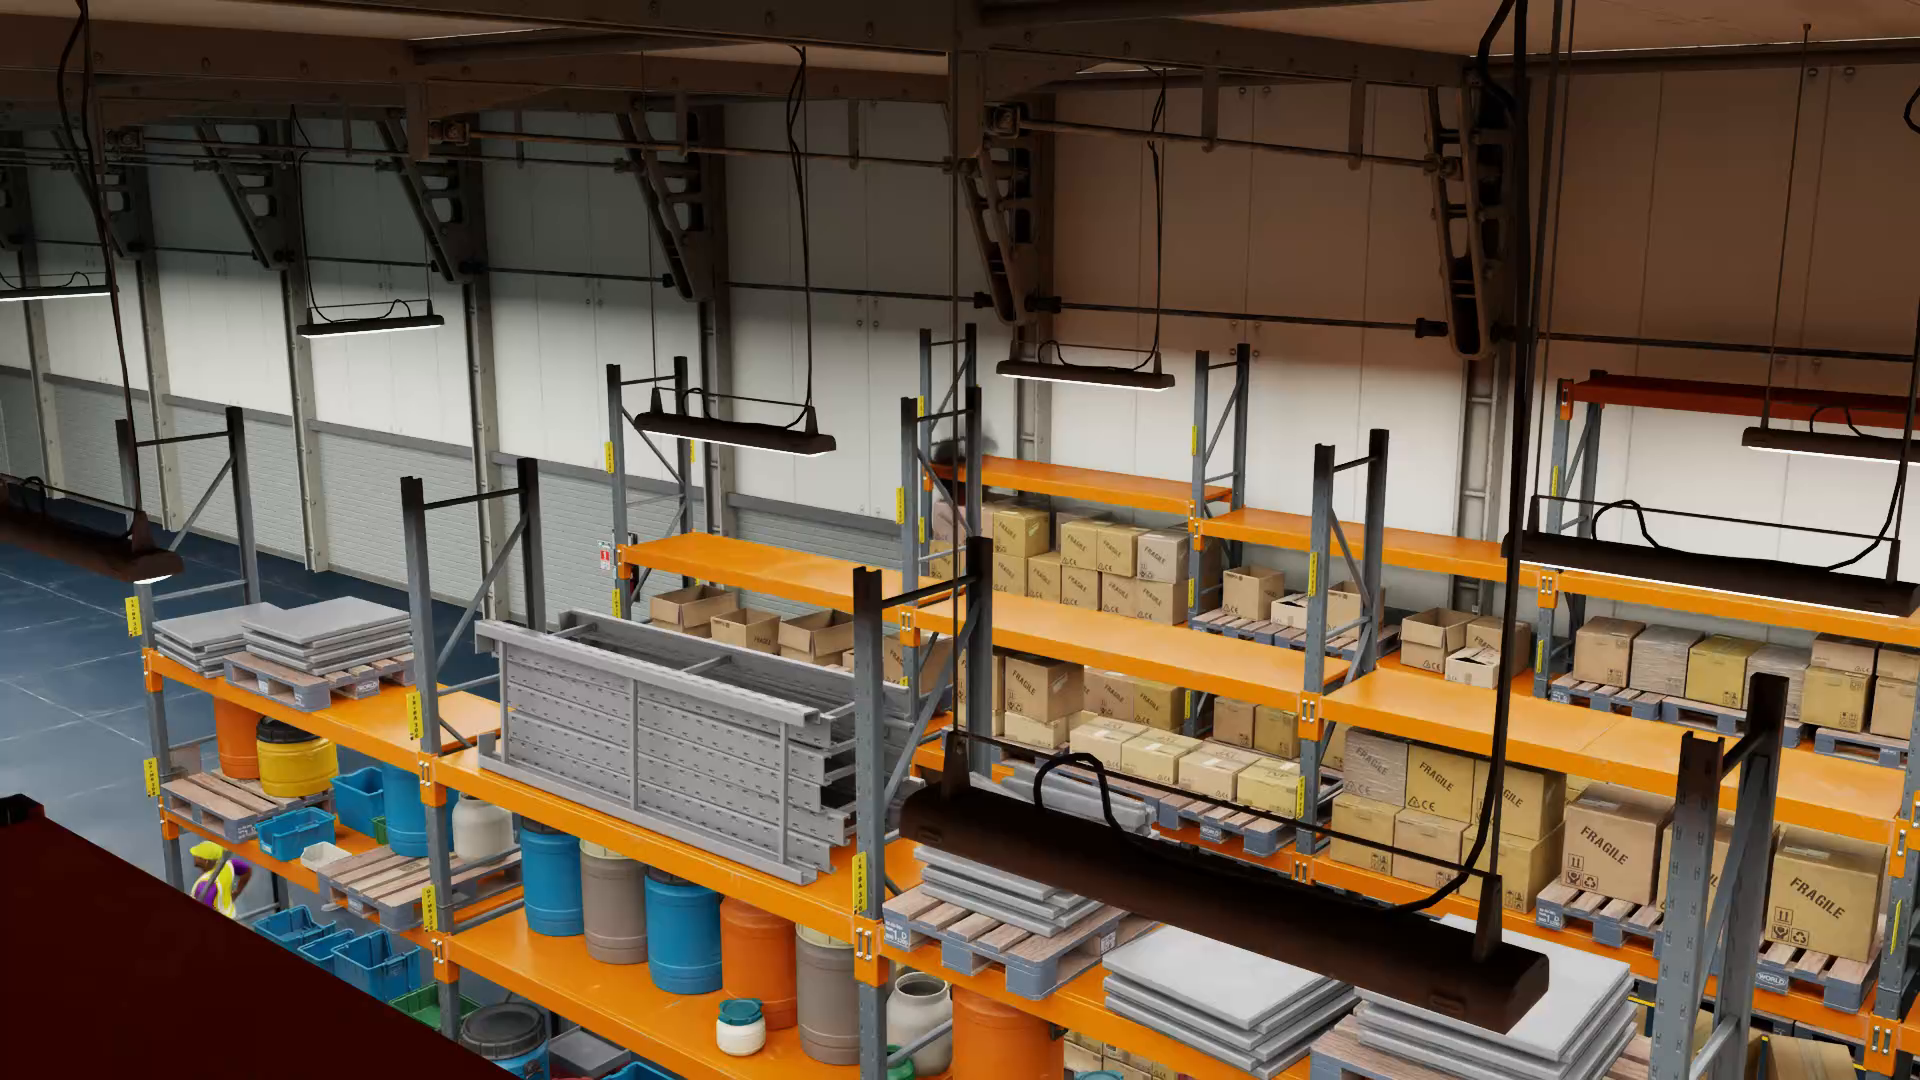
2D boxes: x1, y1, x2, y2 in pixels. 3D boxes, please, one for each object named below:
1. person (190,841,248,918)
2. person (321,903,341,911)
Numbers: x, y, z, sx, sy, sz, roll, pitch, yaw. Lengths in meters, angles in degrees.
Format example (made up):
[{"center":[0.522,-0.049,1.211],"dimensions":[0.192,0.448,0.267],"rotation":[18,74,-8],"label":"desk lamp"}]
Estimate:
[{"center":[-7.127,3.691,15.920],"dimensions":[0.665,1.751,0.659],"rotation":[-4,13,-16],"label":"person"},{"center":[-6.866,3.259,18.182],"dimensions":[0.586,1.639,0.598],"rotation":[-6,14,-26],"label":"person"}]
